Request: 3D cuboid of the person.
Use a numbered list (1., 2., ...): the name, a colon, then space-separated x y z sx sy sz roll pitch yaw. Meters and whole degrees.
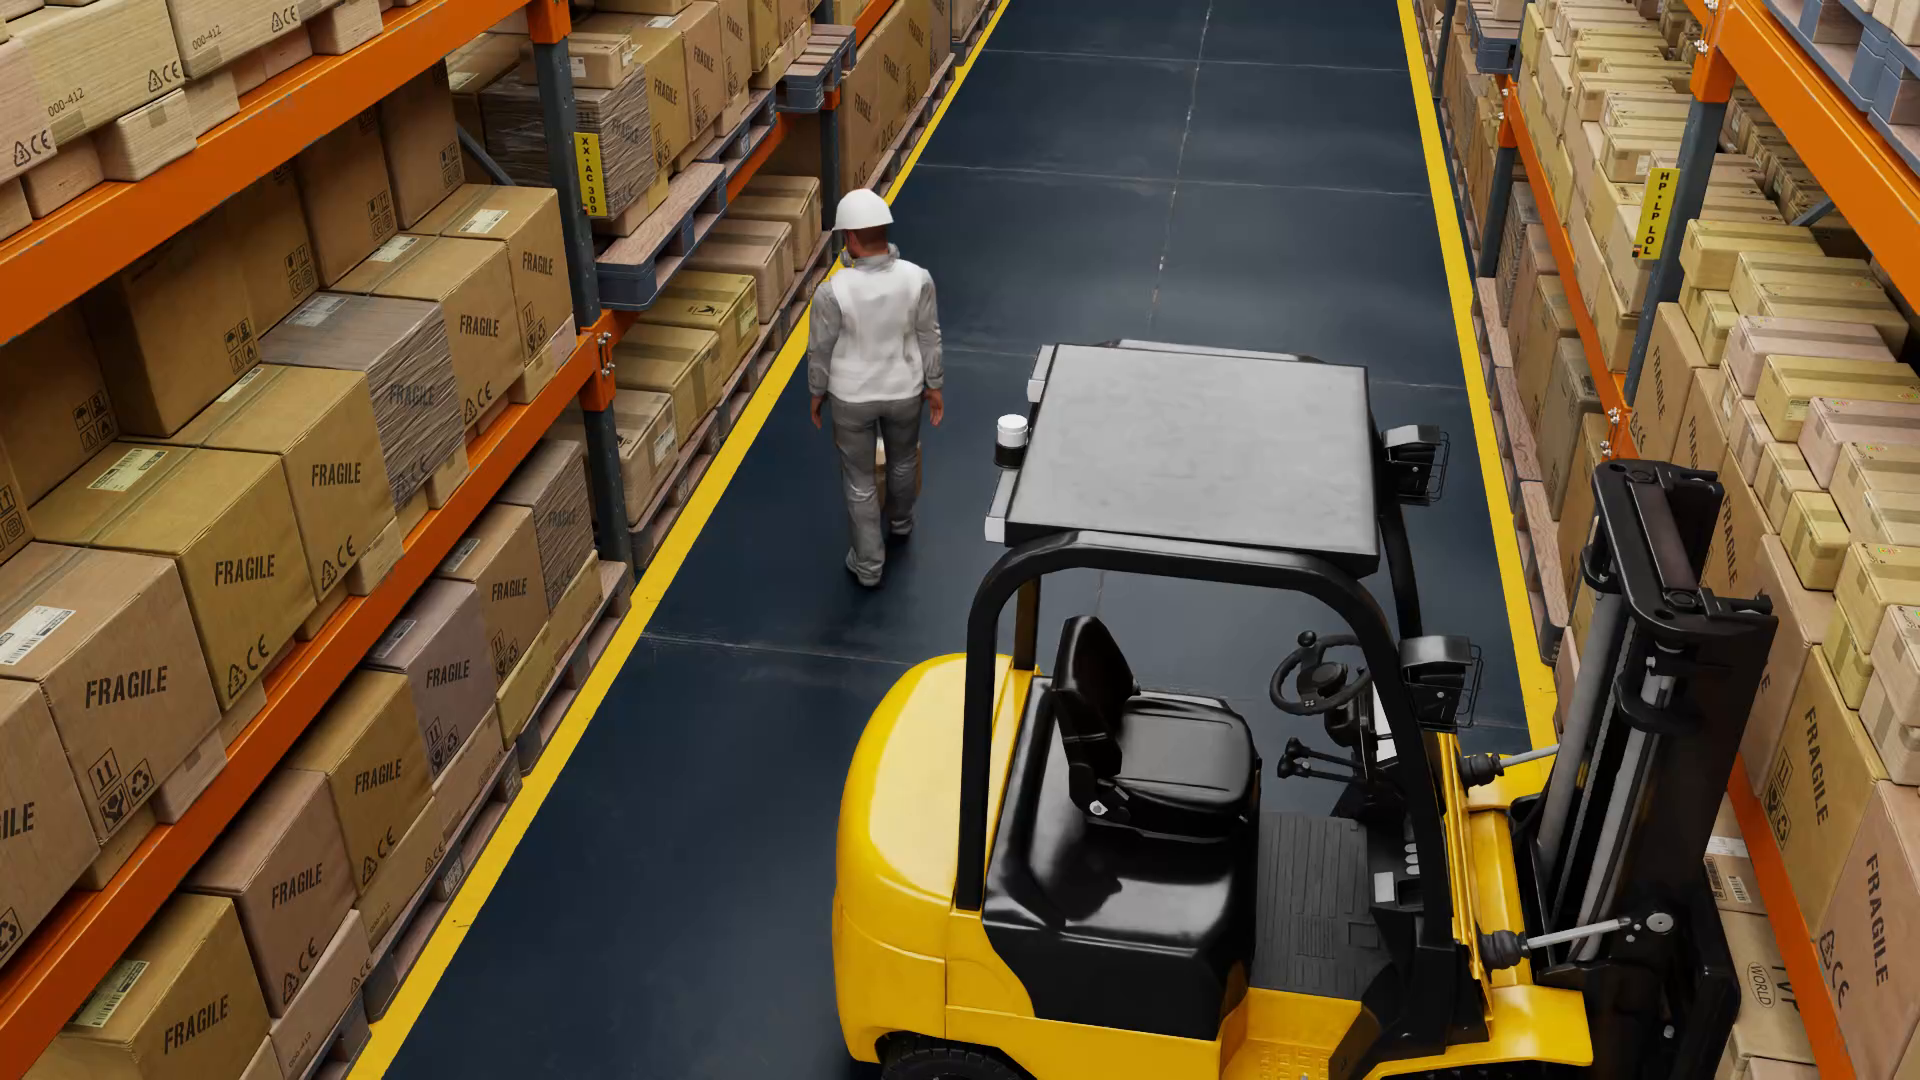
1. person: -0.400 -0.696 7.193 0.572 1.758 0.673 -9 33 -14
